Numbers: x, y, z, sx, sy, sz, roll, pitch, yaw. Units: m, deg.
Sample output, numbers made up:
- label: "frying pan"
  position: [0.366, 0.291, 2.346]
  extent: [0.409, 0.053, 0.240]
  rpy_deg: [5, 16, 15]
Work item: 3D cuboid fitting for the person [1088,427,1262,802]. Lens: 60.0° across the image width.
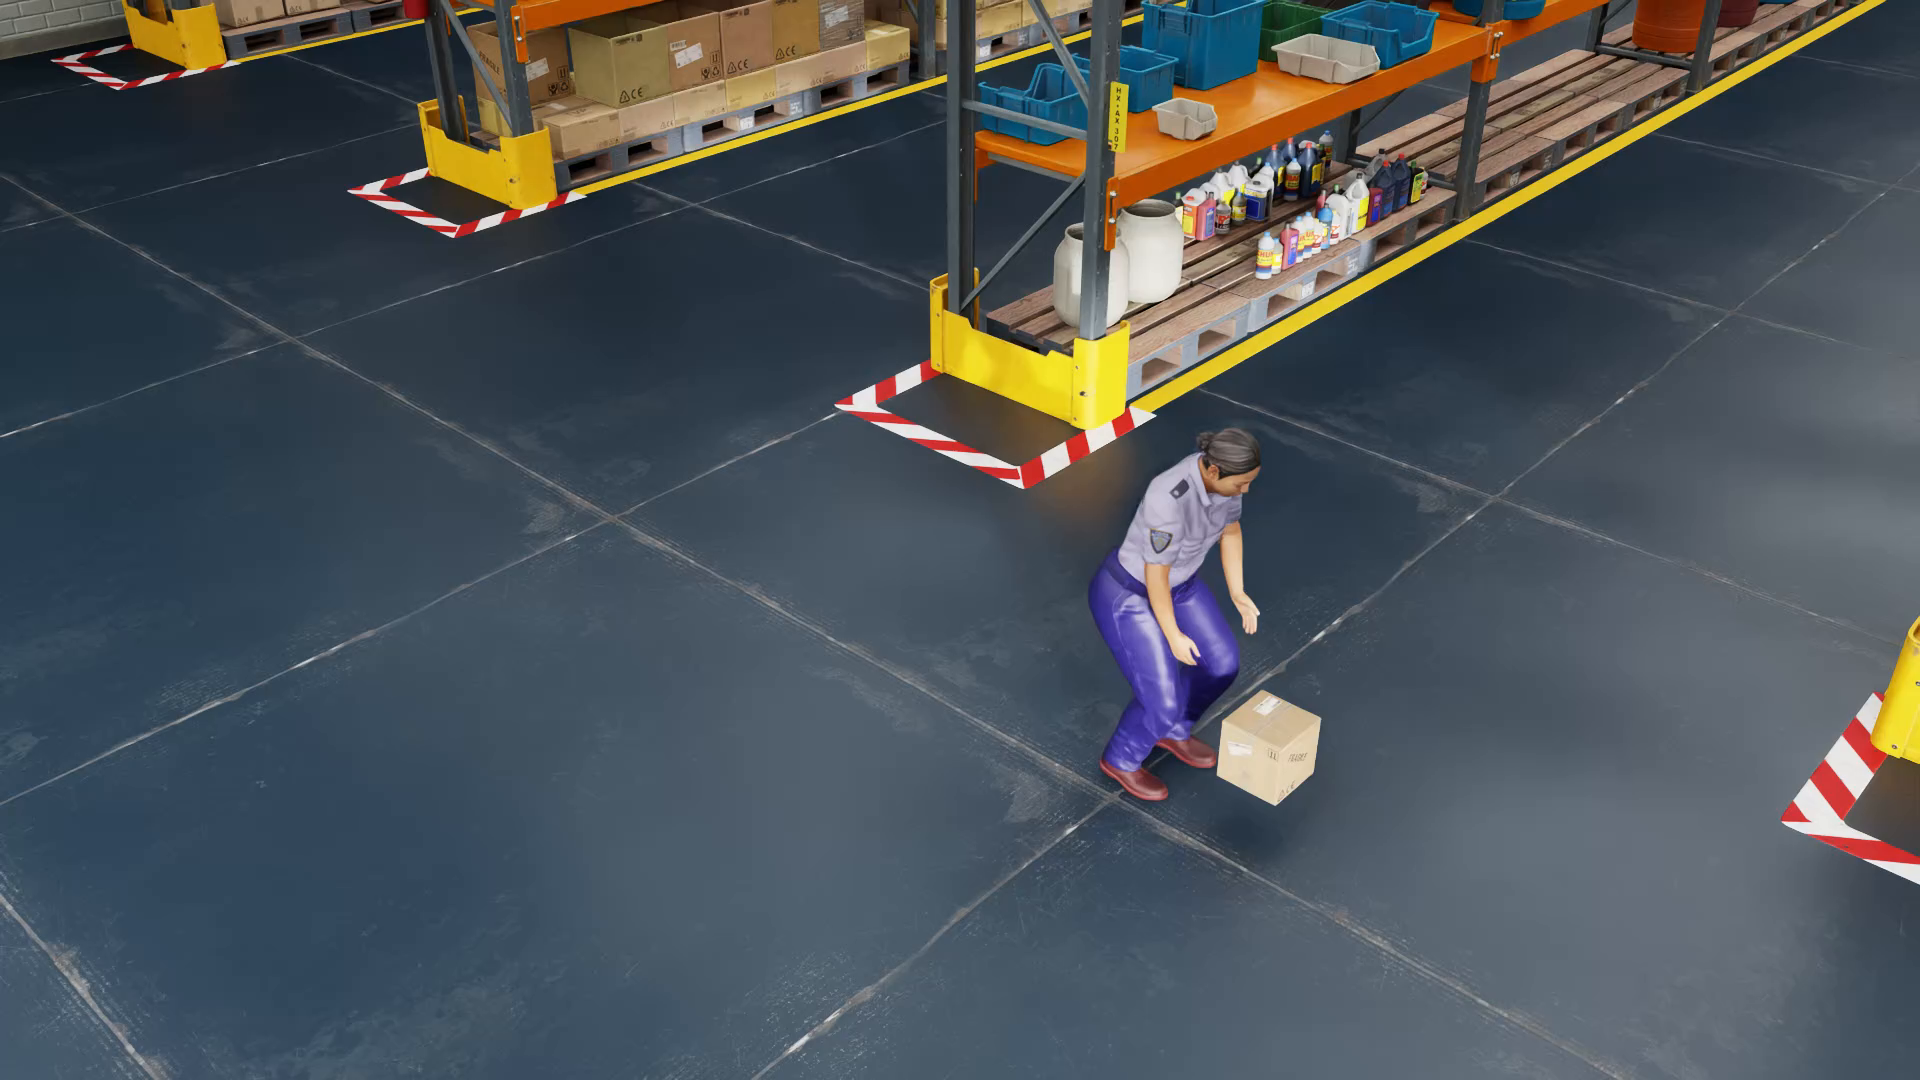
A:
- label: "person"
  position: [0.774, 0.215, 5.961]
  extent: [0.551, 1.490, 0.525]
  rpy_deg: [26, 40, 36]
